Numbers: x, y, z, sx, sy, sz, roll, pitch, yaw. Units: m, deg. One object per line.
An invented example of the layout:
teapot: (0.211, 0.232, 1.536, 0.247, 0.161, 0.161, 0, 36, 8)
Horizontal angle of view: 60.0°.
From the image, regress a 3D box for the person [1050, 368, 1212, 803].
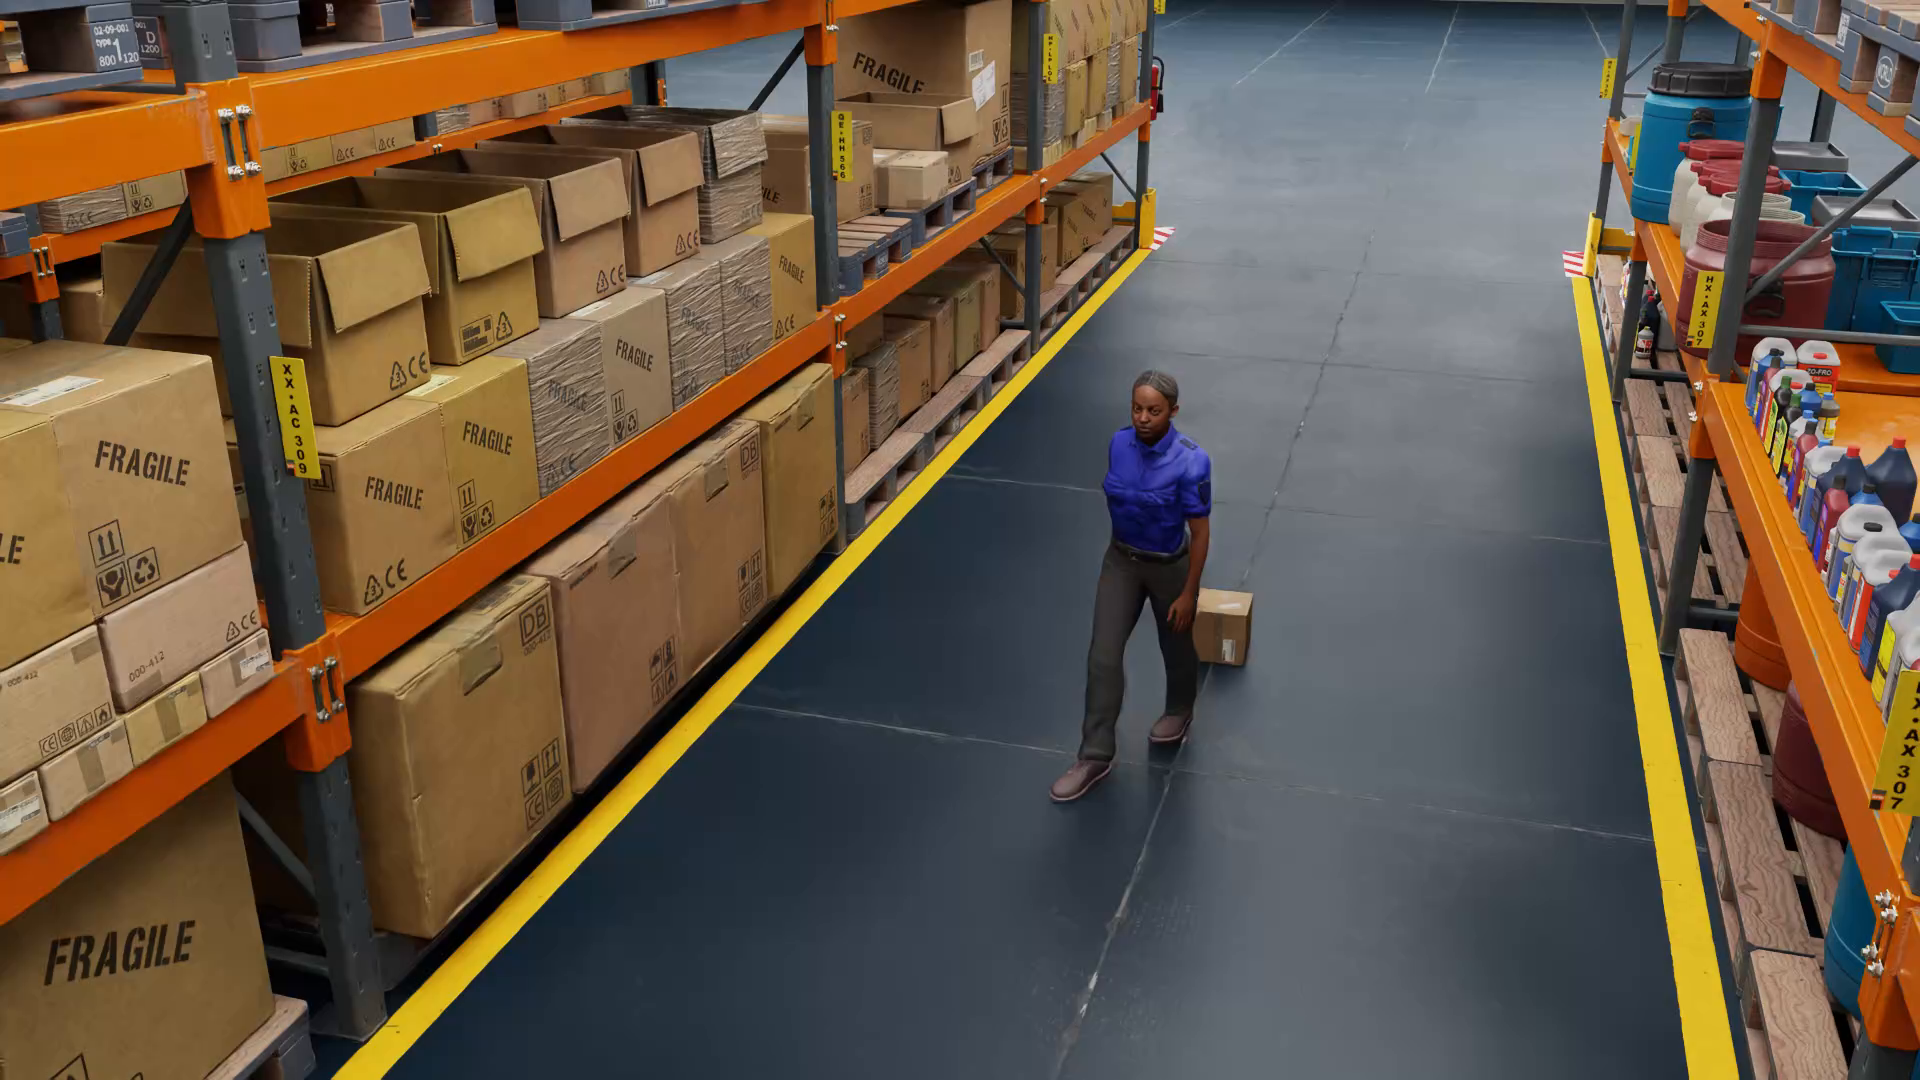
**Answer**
person: (0.713, 0.135, 6.264, 0.476, 1.629, 0.843, 12, 25, 28)
